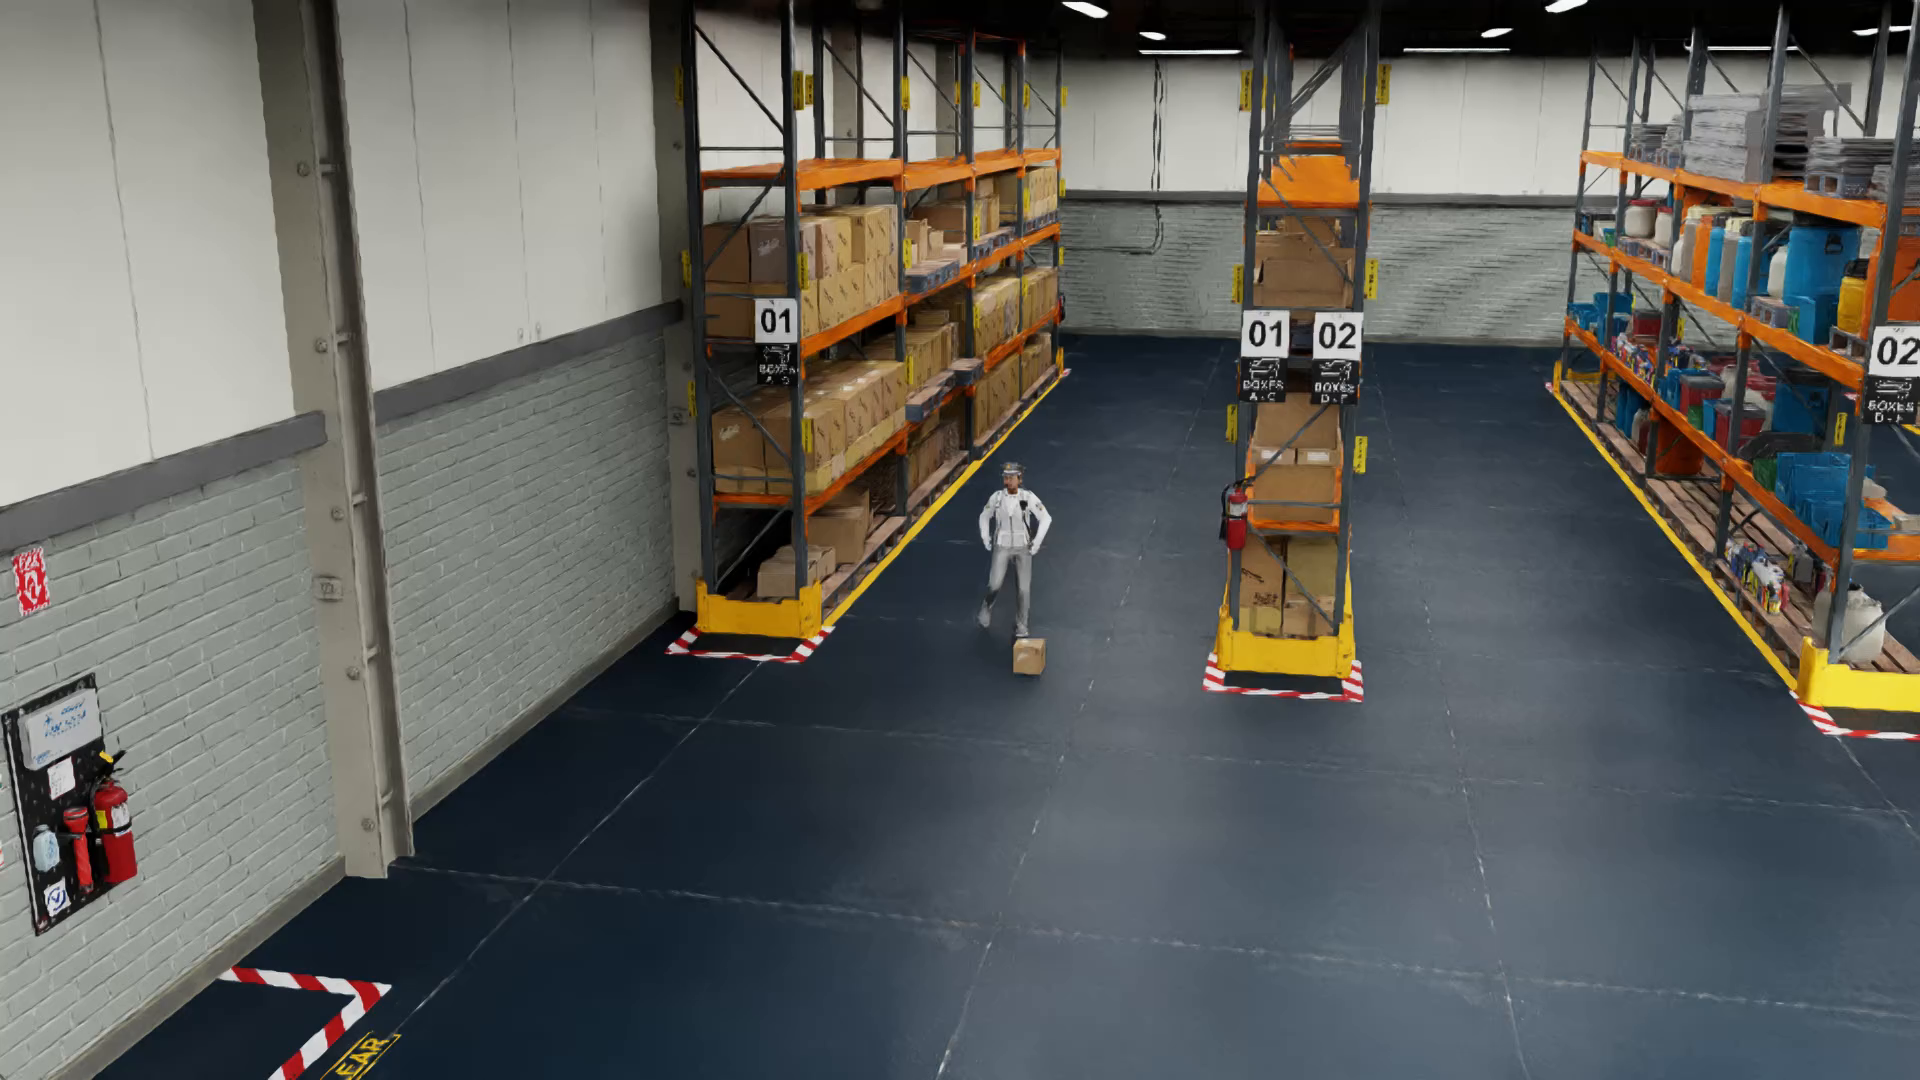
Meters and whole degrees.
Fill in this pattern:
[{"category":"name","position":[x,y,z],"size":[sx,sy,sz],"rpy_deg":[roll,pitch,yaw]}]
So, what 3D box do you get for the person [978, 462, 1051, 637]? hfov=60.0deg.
[{"category":"person","position":[0.514,0.080,15.719],"size":[0.689,1.665,0.454],"rpy_deg":[1,15,3]}]
